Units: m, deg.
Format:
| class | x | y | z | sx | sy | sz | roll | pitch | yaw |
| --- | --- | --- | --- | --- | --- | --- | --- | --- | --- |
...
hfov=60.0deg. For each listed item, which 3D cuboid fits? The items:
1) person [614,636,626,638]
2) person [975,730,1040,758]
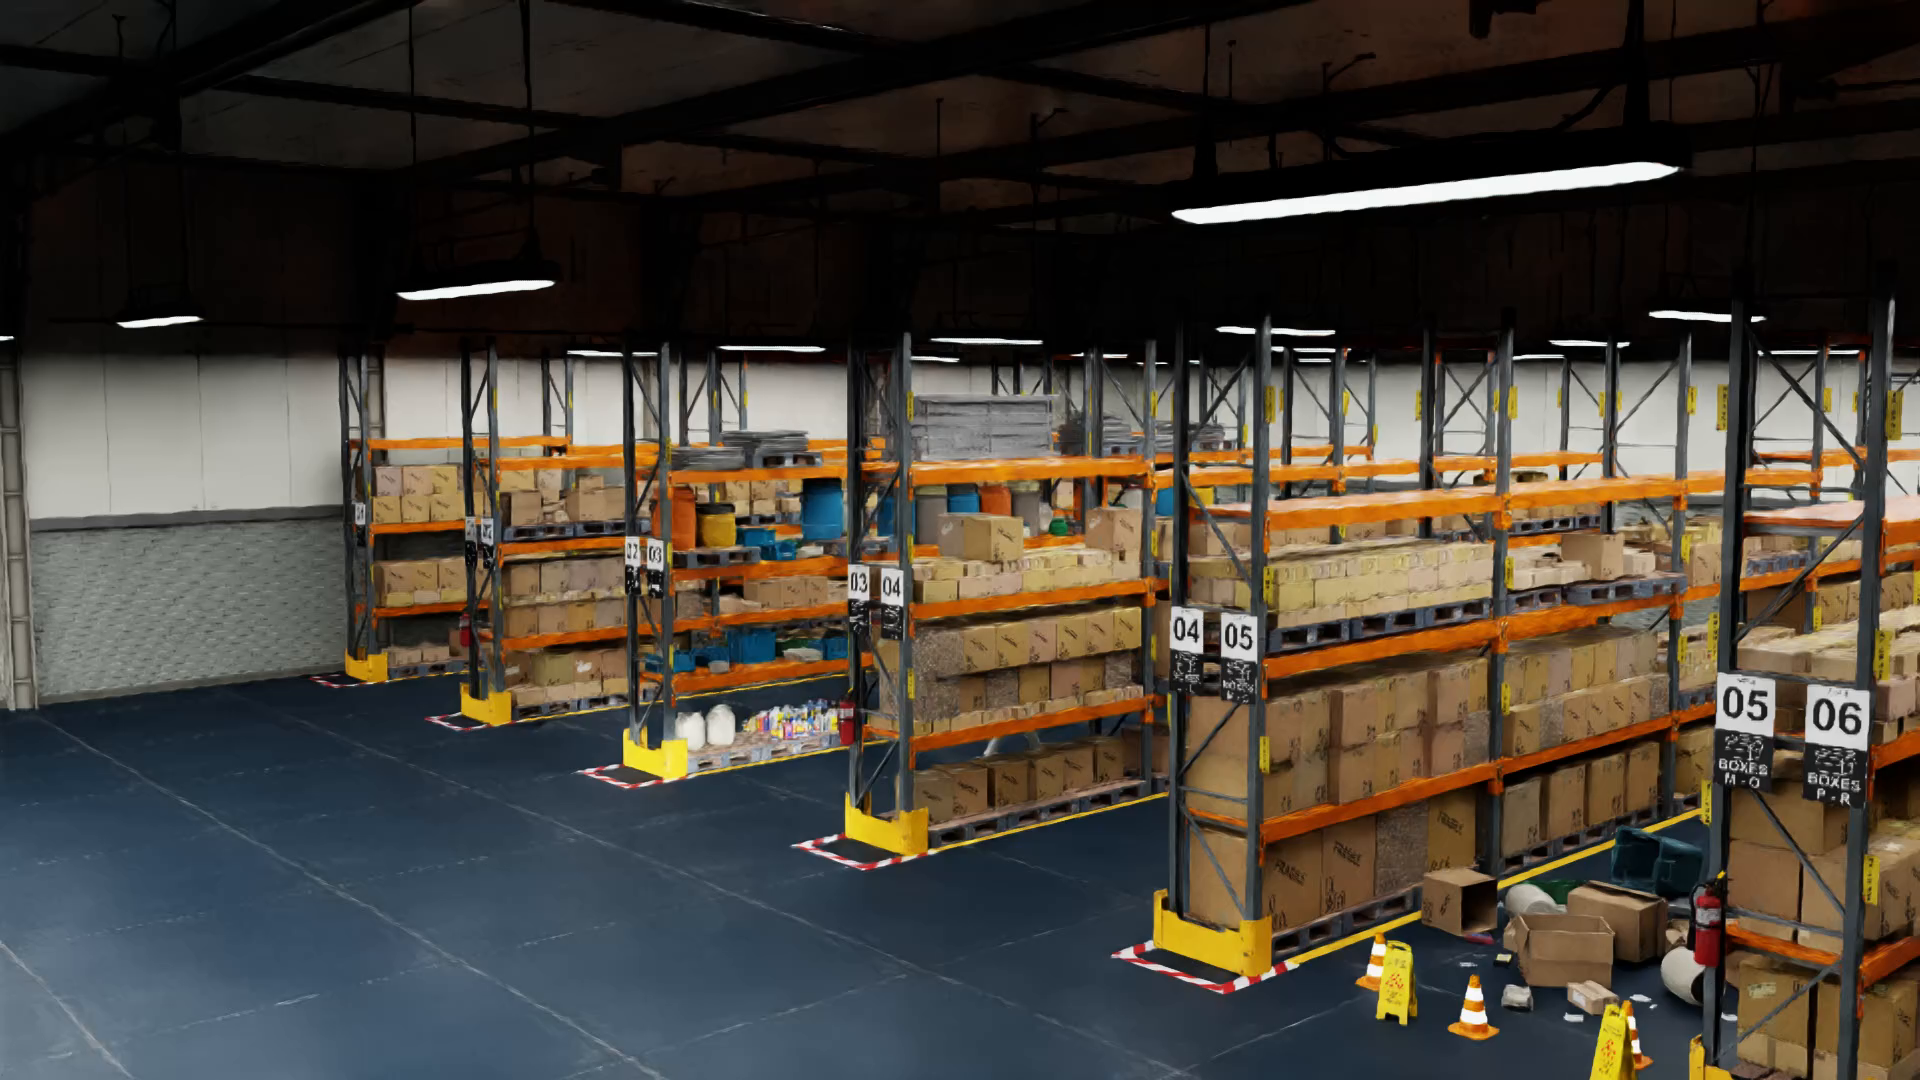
| class | x | y | z | sx | sy | sz | roll | pitch | yaw |
| --- | --- | --- | --- | --- | --- | --- | --- | --- | --- |
| person | -6.007 | 1.648 | 29.757 | 1.130 | 1.676 | 0.540 | -5 | 7 | -44 |
| person | 0.781 | 2.284 | 23.018 | 0.878 | 1.593 | 0.445 | -3 | 6 | -32 |
